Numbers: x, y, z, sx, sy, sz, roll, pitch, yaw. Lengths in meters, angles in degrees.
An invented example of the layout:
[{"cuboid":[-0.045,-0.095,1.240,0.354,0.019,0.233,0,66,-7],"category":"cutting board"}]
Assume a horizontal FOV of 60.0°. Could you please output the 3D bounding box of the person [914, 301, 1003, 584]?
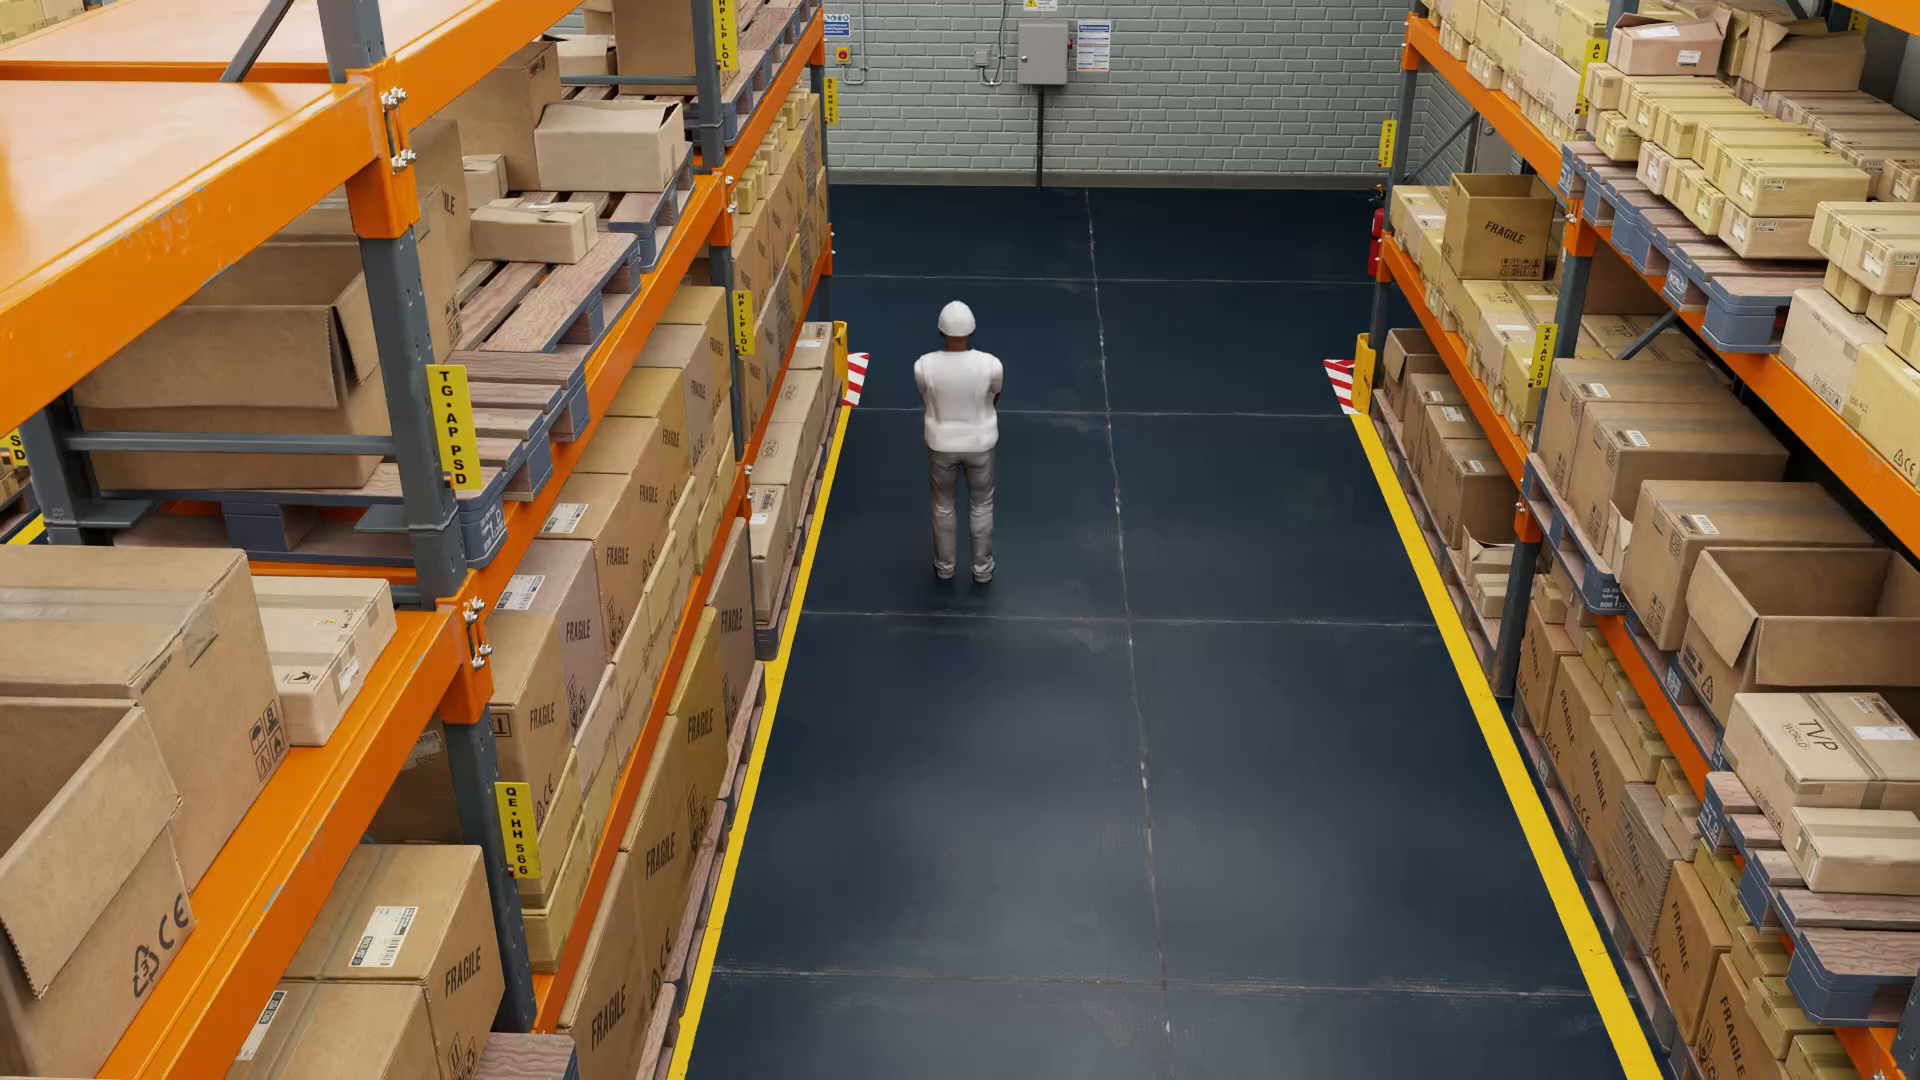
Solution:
[{"cuboid":[-0.005,-0.606,9.750,0.504,1.760,0.575,1,28,1],"category":"person"}]
